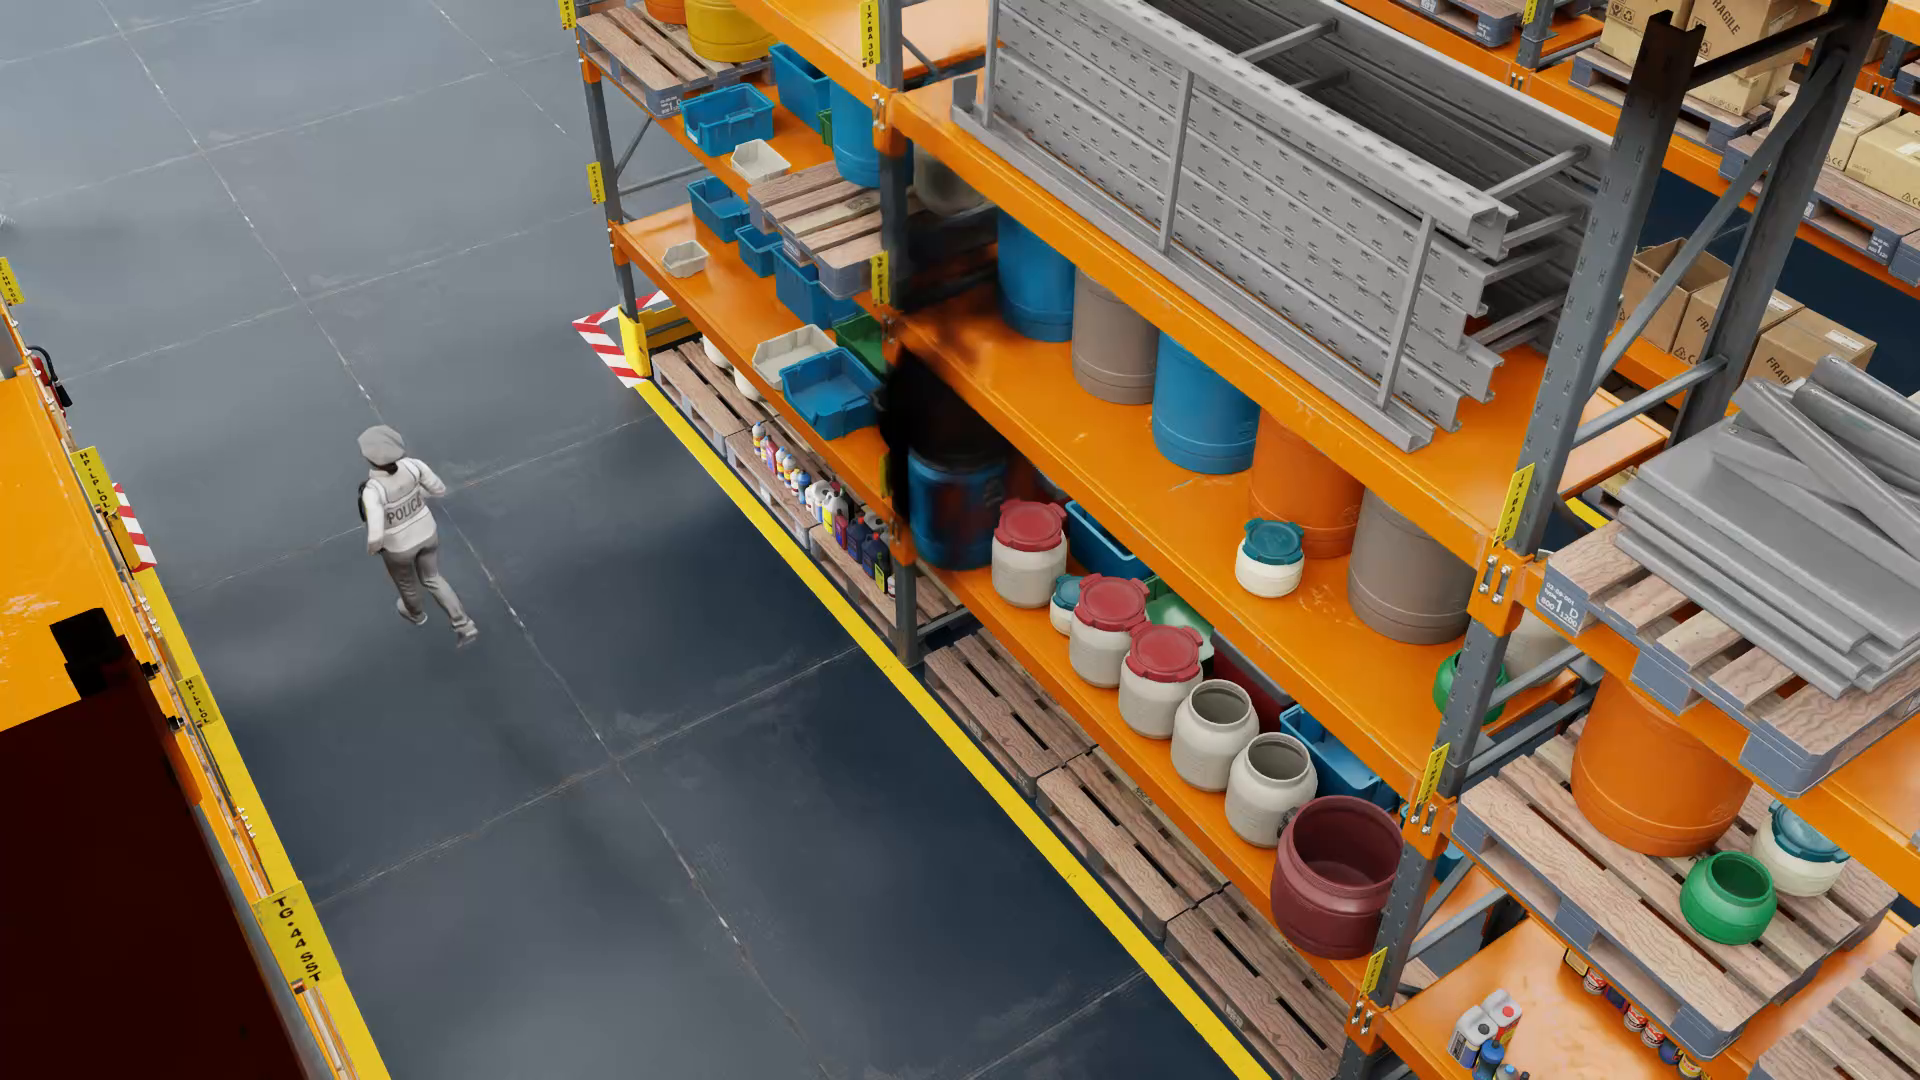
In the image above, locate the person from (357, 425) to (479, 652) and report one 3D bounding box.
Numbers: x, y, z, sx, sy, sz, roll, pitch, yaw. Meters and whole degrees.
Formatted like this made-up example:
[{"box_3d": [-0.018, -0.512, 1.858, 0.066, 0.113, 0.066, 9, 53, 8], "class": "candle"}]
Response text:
[{"box_3d": [-3.363, -0.010, 10.097, 0.808, 1.682, 0.618, 31, 51, 29], "class": "person"}]
